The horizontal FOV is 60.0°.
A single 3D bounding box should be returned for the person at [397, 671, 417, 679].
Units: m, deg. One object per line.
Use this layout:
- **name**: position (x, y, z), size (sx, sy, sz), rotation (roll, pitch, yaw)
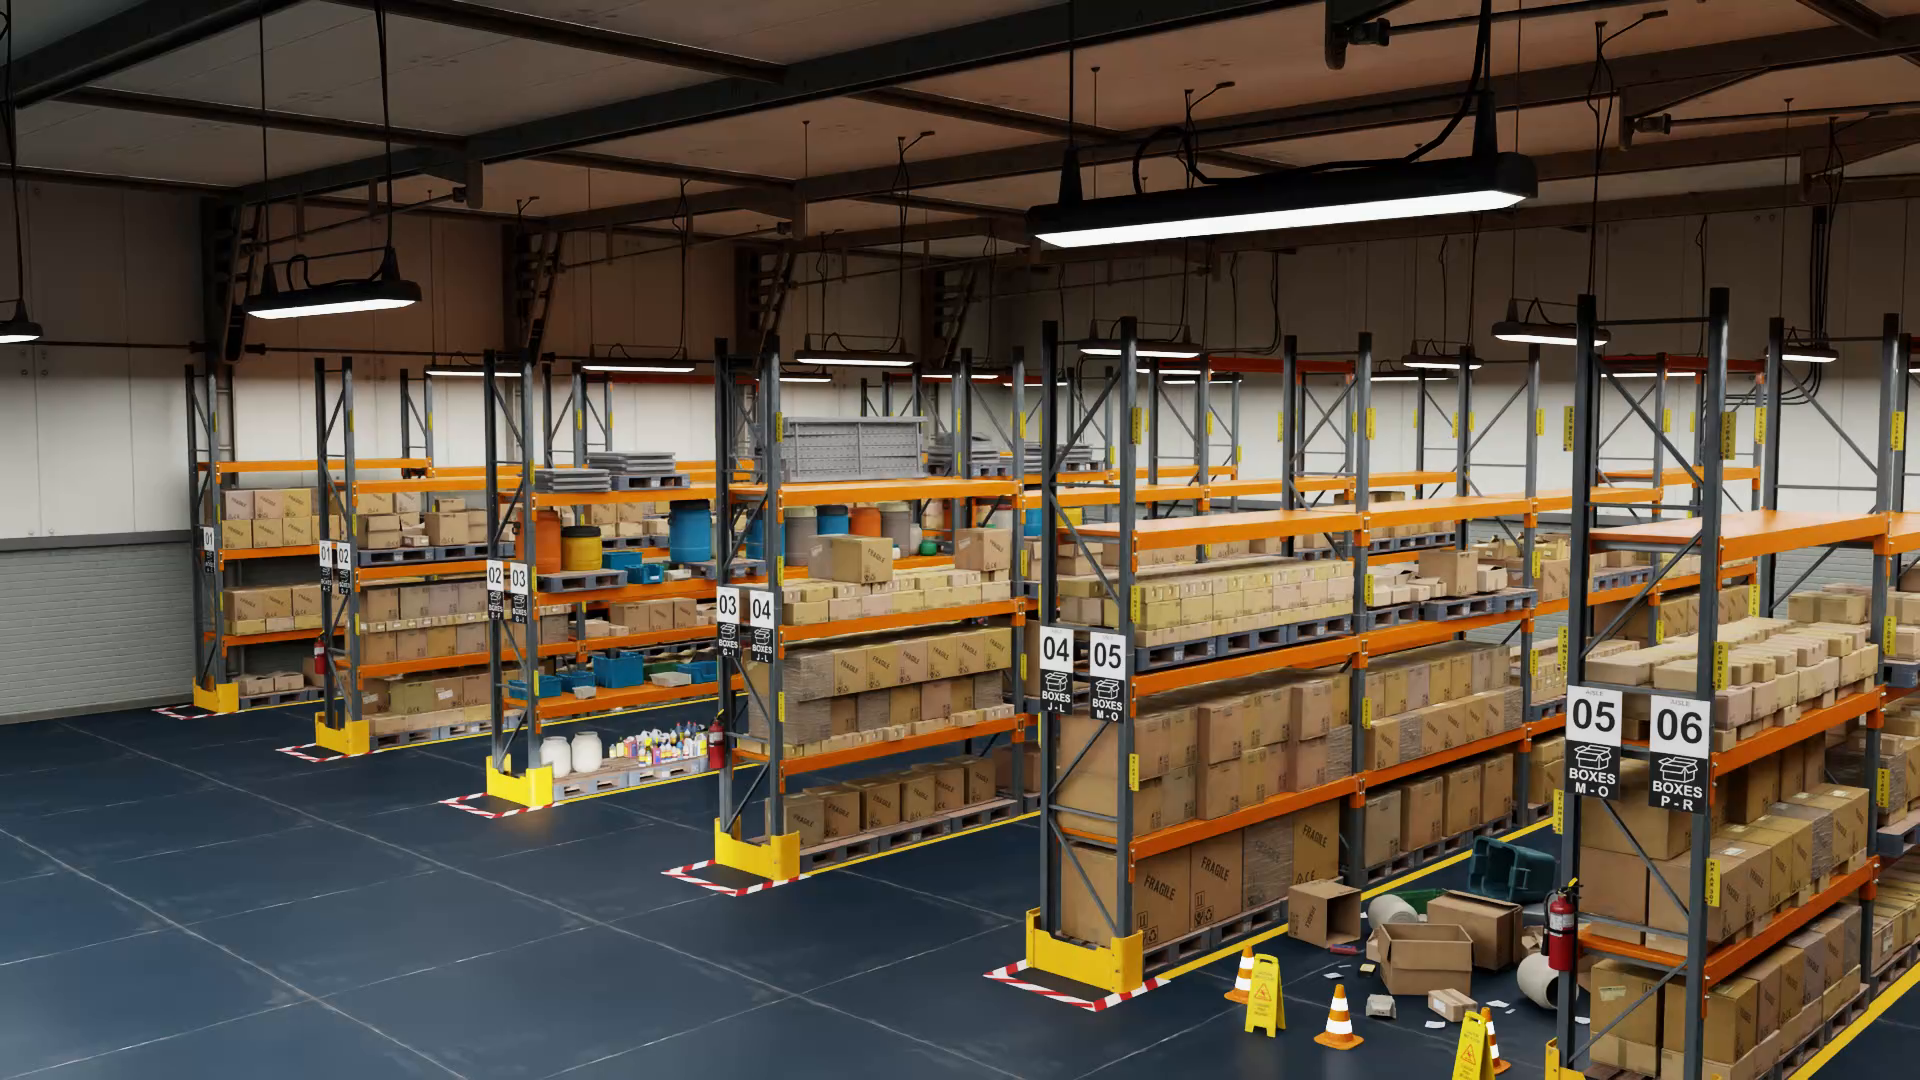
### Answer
- **person**: position (-9.344, 2.216, 28.450), size (0.430, 1.530, 0.912), rotation (2, 5, 25)
